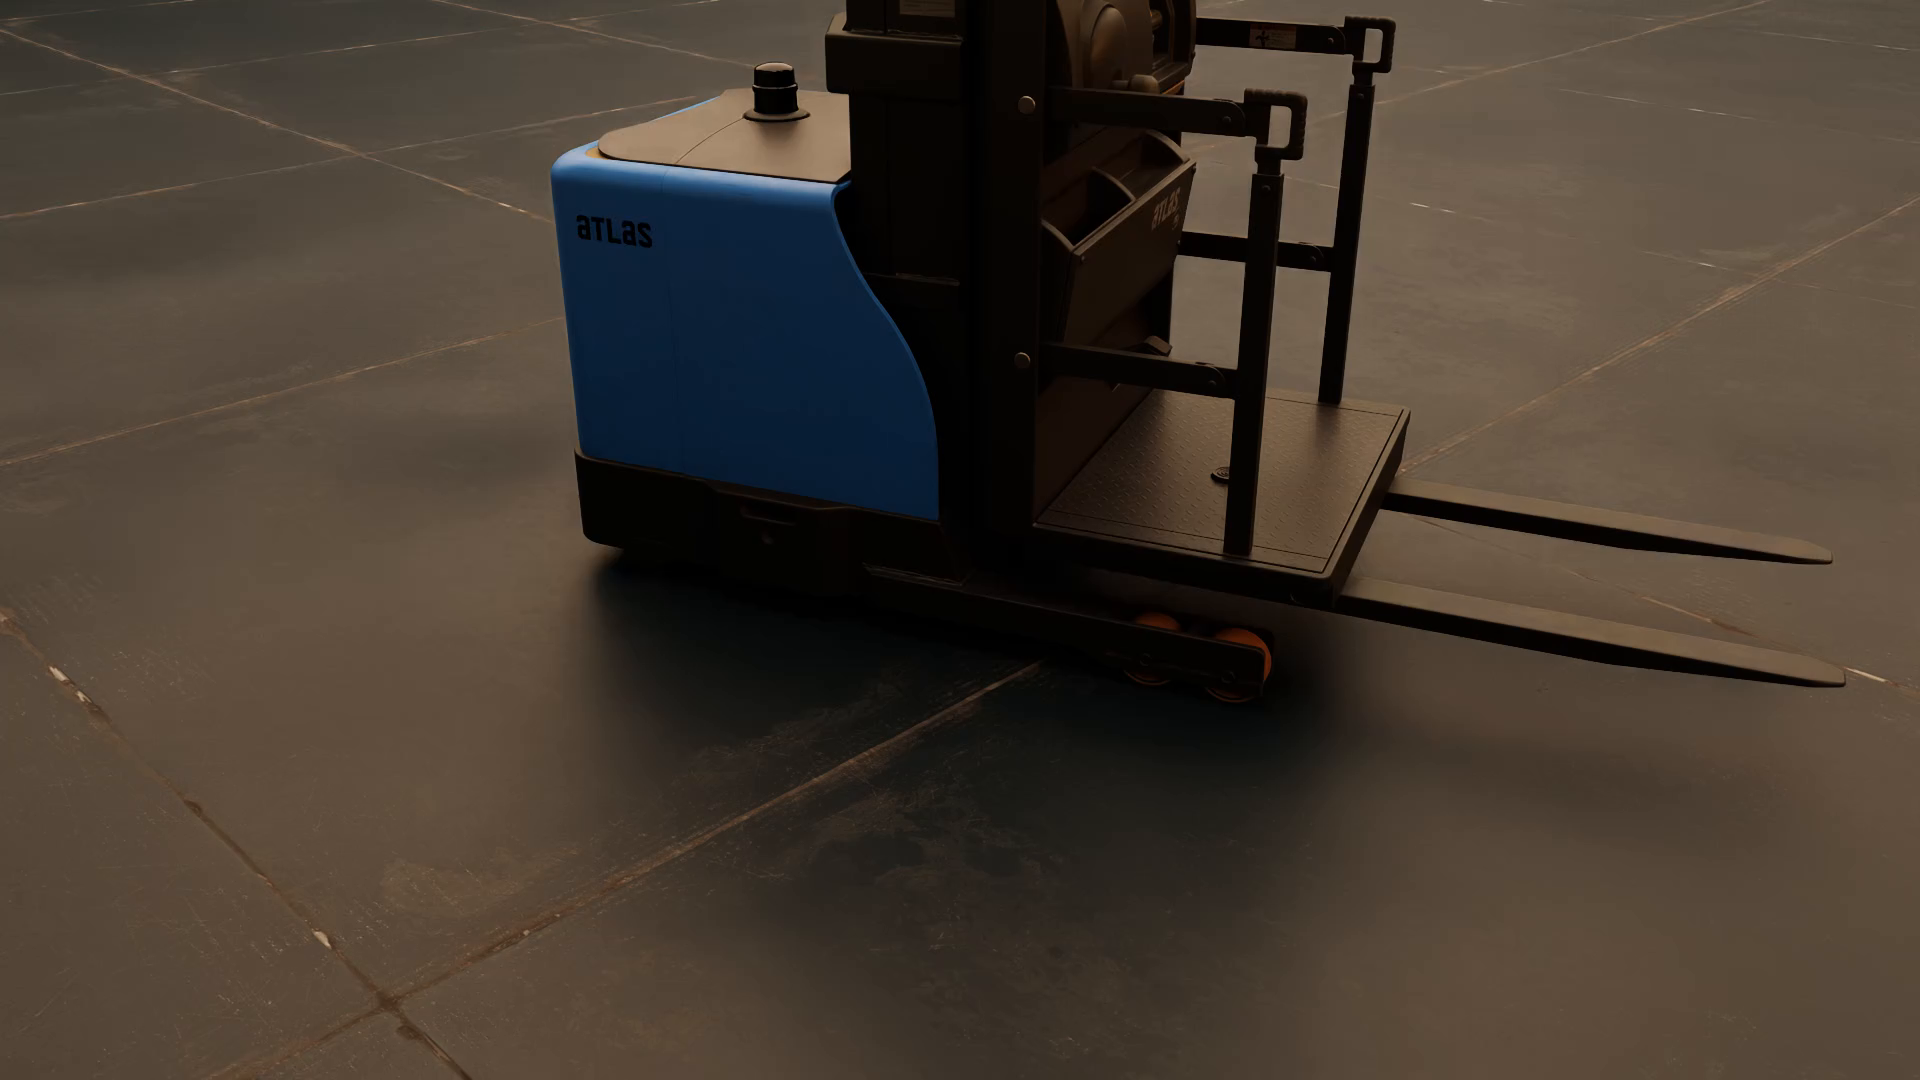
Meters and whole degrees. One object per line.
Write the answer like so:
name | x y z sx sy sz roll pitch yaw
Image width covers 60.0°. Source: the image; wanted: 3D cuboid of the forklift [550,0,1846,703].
forklift | 0.560 -1.212 3.684 3.031 2.935 1.130 11 28 20
